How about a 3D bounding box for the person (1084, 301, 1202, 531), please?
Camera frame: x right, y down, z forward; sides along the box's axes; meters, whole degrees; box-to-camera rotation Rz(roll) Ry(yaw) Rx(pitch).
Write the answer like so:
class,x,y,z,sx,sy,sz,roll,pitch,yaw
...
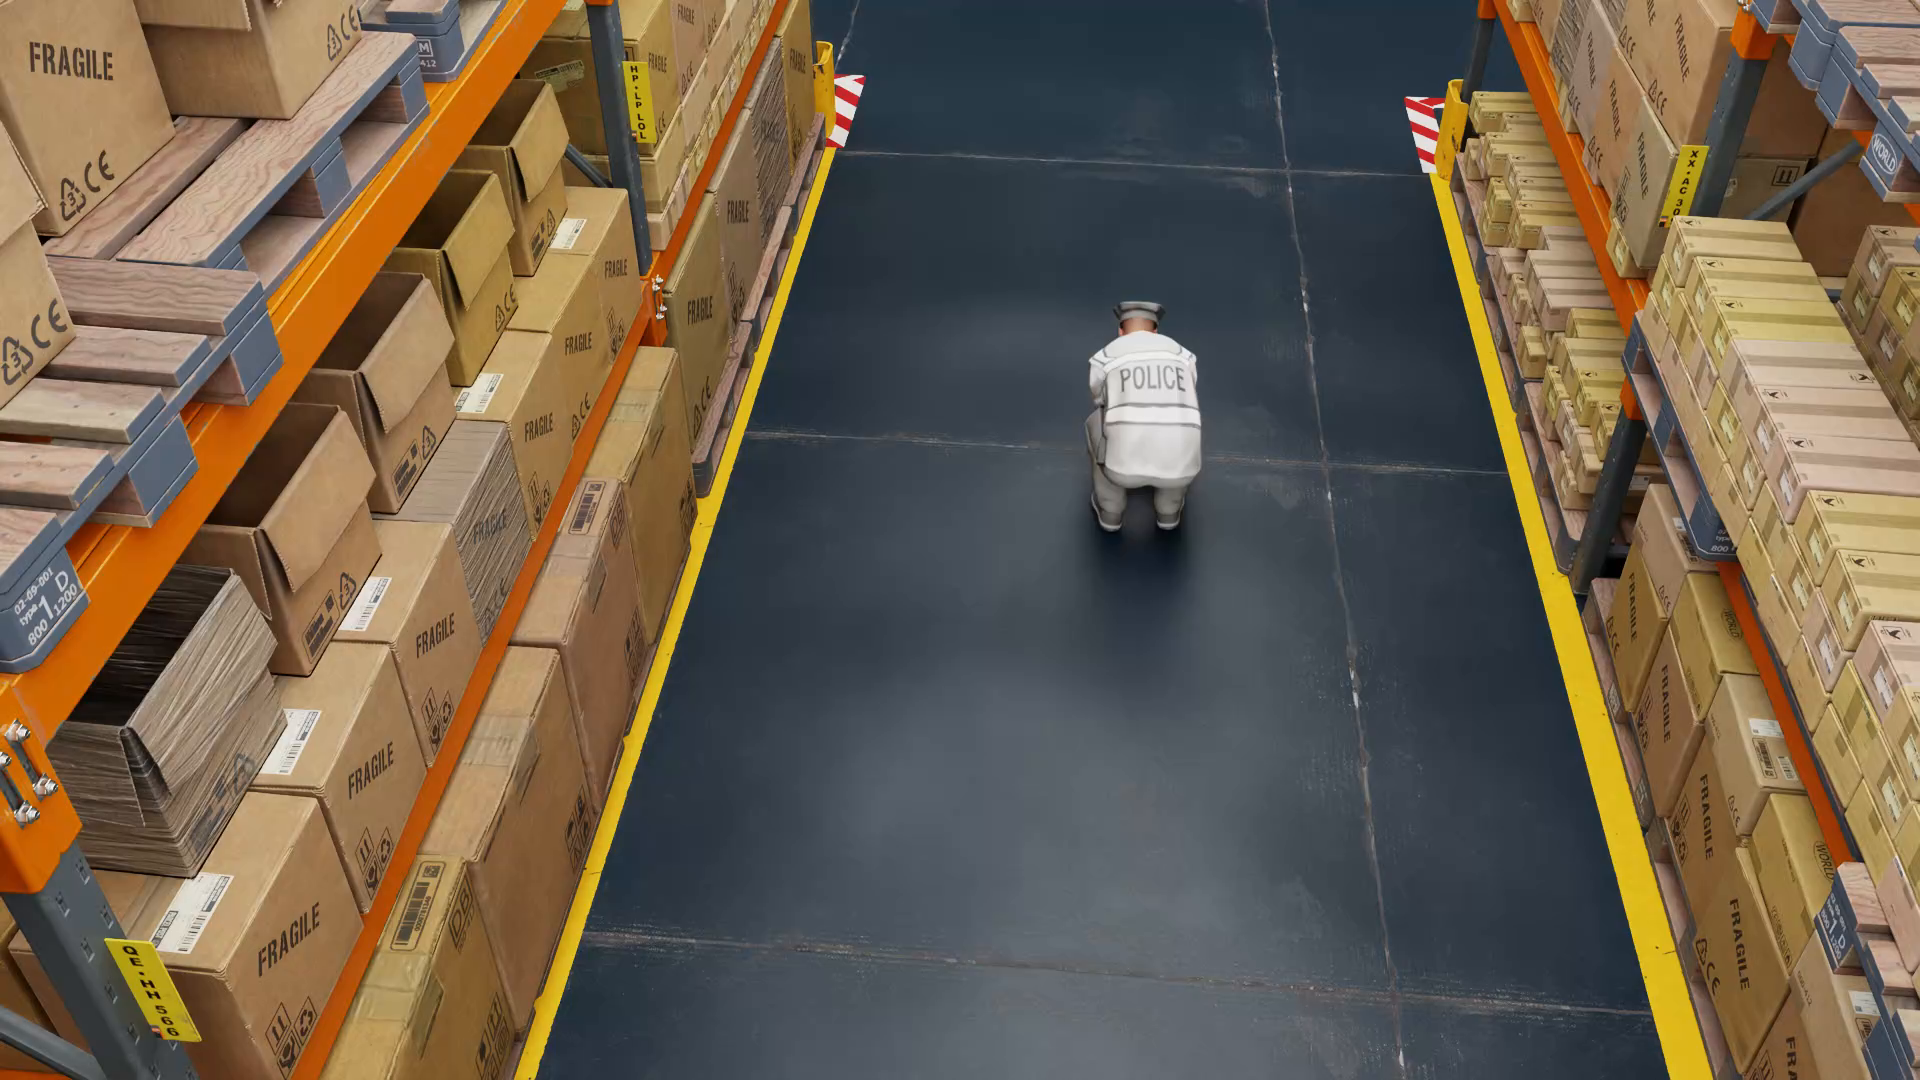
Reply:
class,x,y,z,sx,sy,sz,roll,pitch,yaw
person,0.834,-0.521,7.561,0.532,0.884,0.998,3,40,3
